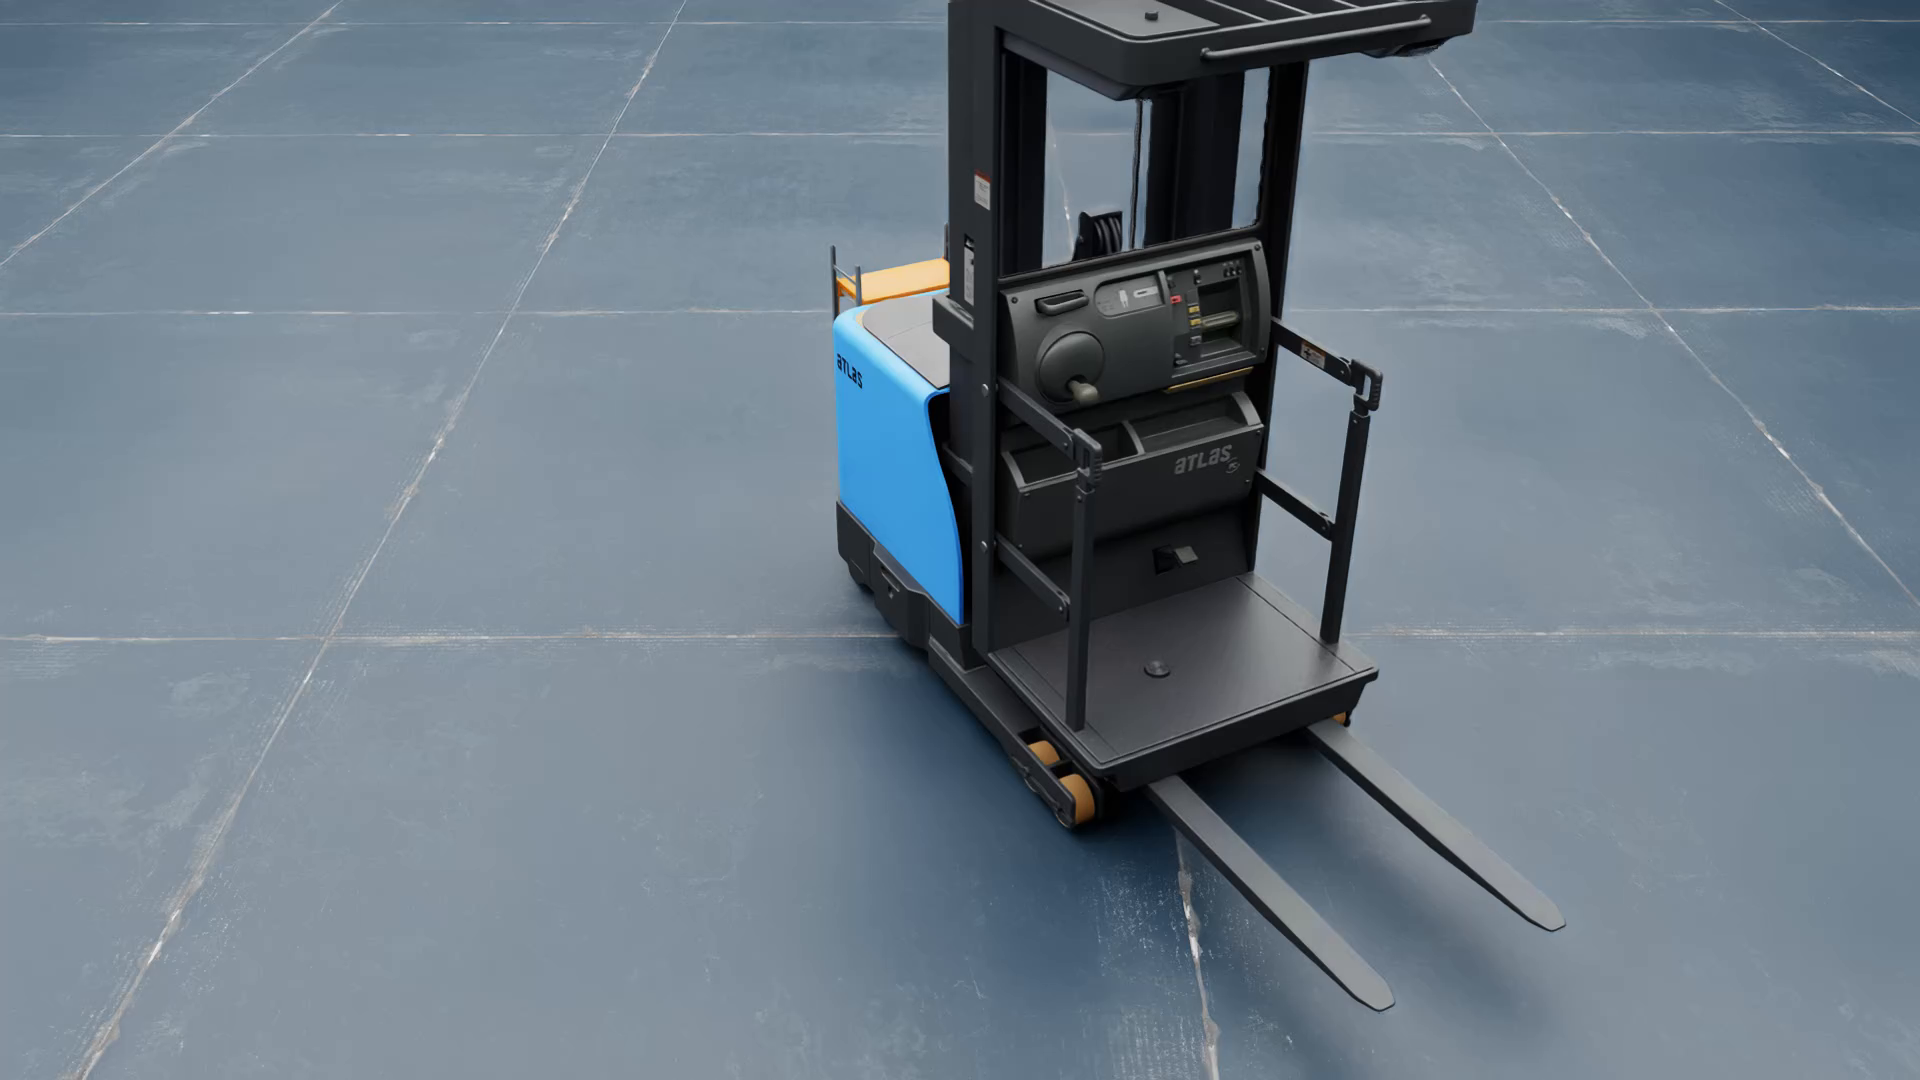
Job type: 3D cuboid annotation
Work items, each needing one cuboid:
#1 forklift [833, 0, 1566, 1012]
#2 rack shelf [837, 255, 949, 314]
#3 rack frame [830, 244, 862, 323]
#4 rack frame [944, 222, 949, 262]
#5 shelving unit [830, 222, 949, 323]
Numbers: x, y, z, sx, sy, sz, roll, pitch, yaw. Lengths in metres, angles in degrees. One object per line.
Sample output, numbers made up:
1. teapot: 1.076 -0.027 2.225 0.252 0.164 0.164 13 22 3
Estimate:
1. forklift: 0.662 -0.615 4.938 1.130 2.935 3.031 -16 35 -24
2. rack shelf: -0.214 -0.943 6.391 0.480 0.148 0.258 -16 35 -24
3. rack frame: -0.427 -0.547 6.494 0.015 1.200 0.240 -16 35 -24
4. rack frame: 0.000 -0.668 6.695 0.015 1.200 0.240 -16 35 -24
5. shelving unit: -0.214 -0.608 6.595 0.503 1.200 0.258 -16 35 -24
